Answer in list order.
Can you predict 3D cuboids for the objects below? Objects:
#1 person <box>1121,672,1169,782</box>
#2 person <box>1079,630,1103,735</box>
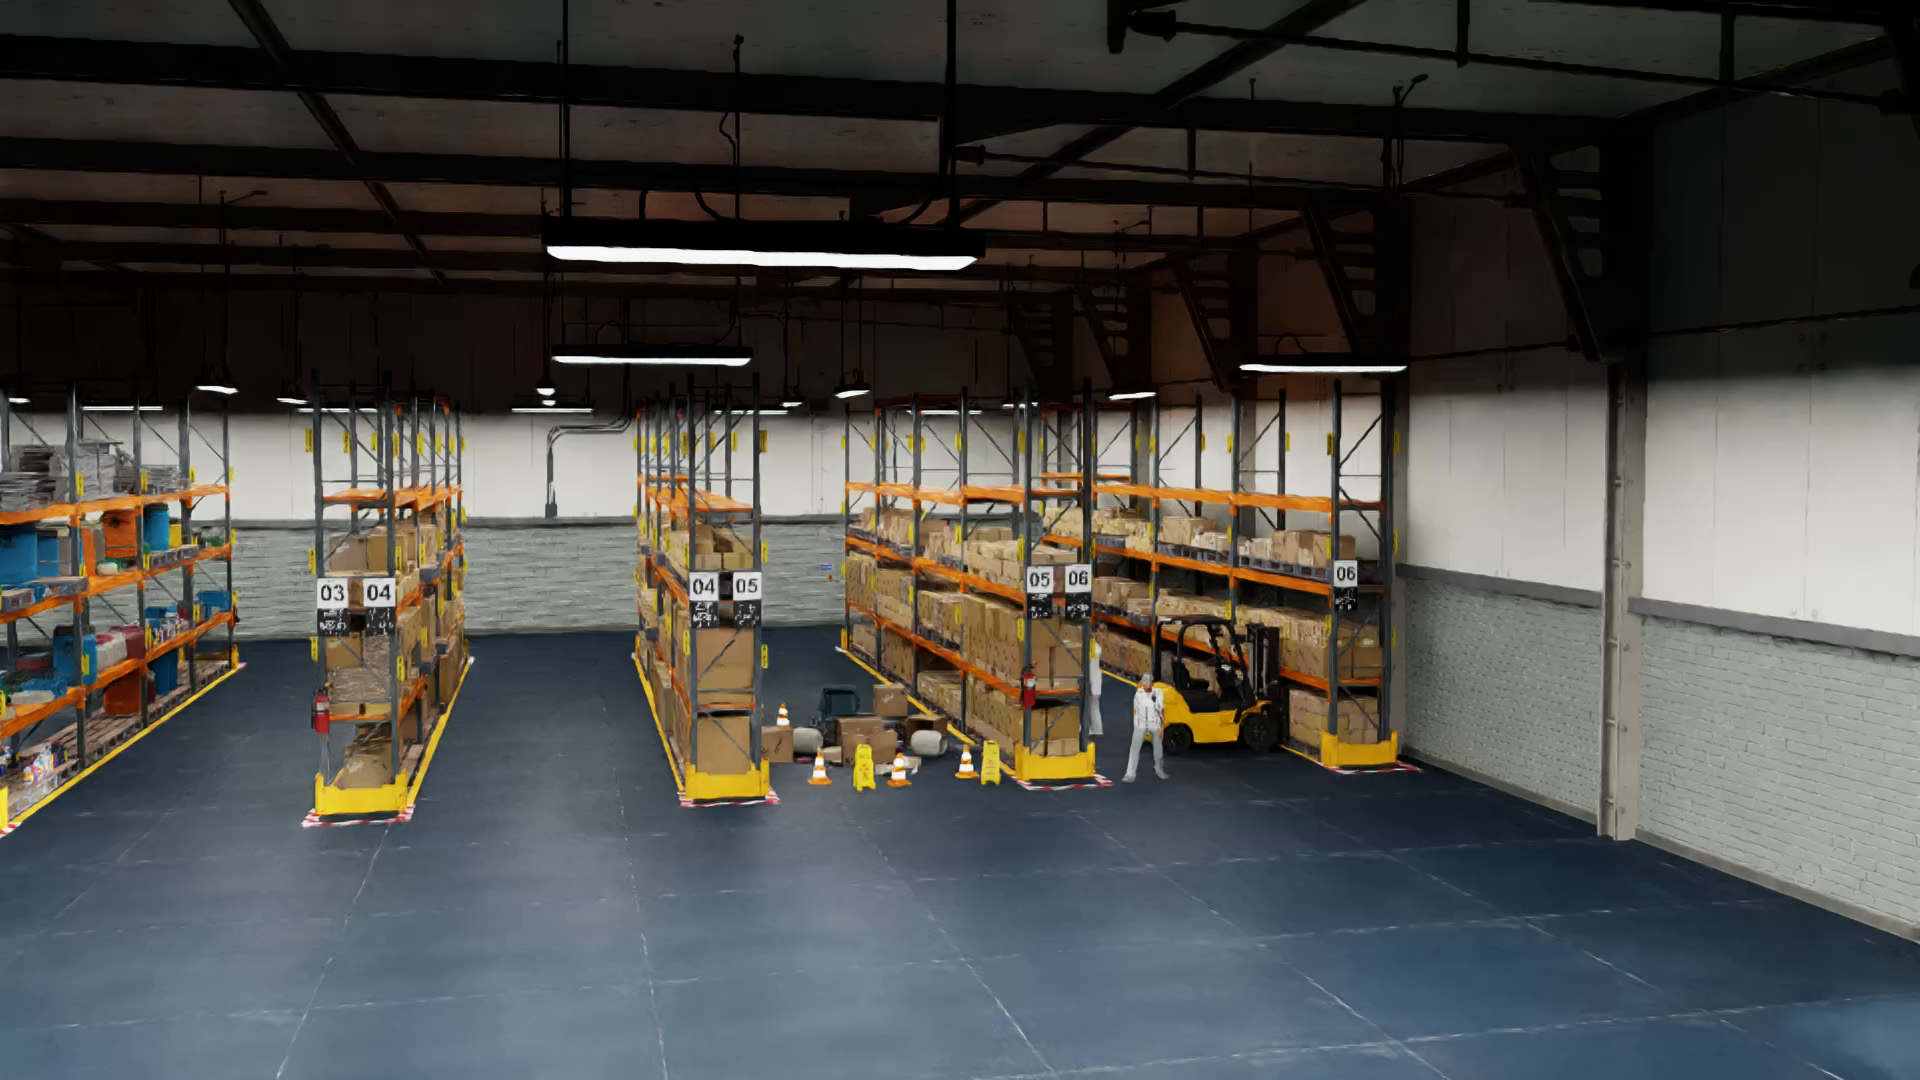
[{"bbox_3d":[2.754,2.757,24.573,0.625,1.614,0.873,1,3,14],"label":"person"},{"bbox_3d":[2.216,2.442,28.653,0.553,1.781,0.631,1,3,17],"label":"person"}]
